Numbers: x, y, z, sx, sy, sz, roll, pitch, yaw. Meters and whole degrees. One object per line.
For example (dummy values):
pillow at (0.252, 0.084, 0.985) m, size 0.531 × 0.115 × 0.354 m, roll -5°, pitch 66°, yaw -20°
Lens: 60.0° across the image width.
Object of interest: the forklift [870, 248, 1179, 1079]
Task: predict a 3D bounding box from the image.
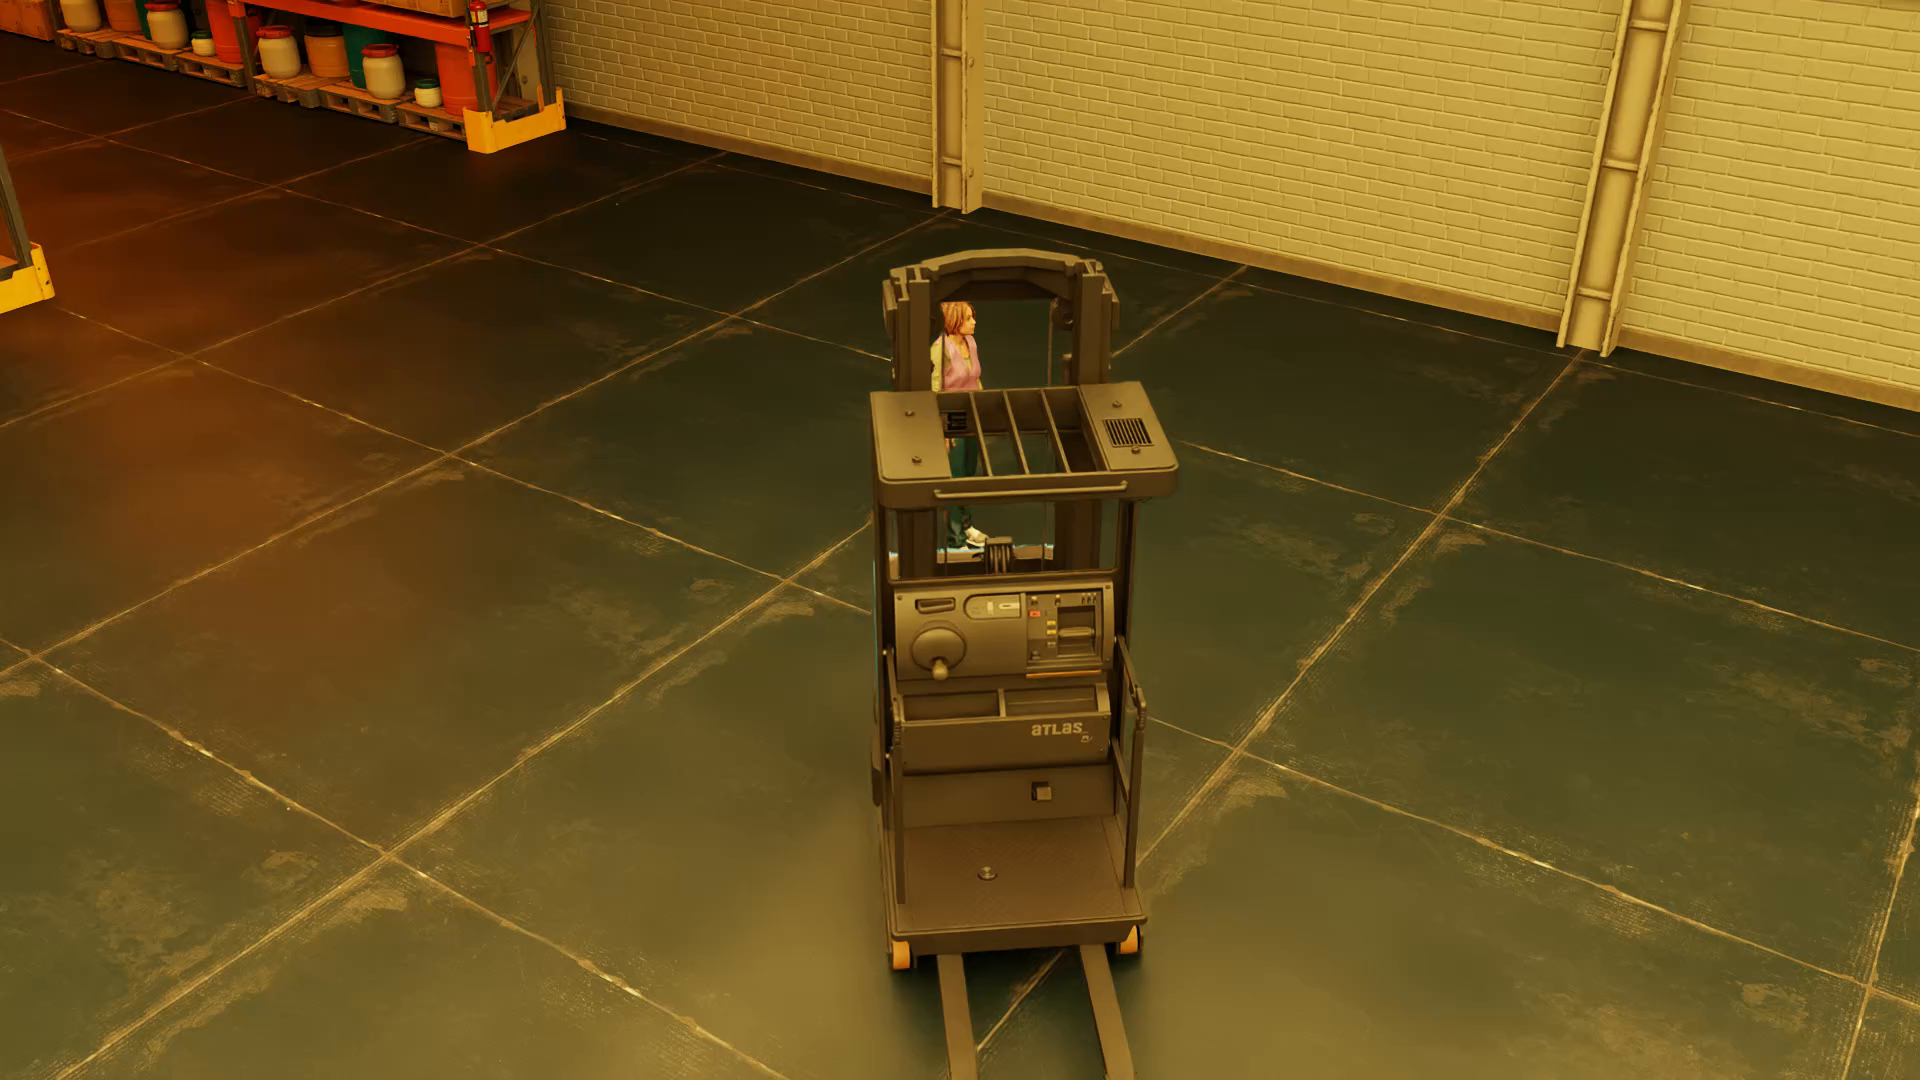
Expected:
forklift at (0.211, 0.429, 6.842) m, size 1.130 × 2.935 × 3.031 m, roll -3°, pitch 30°, yaw -5°

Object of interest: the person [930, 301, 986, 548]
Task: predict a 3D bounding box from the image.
person at (0.053, -0.670, 10.050) m, size 0.476 × 1.596 × 0.520 m, roll 19°, pitch 35°, yaw 29°
